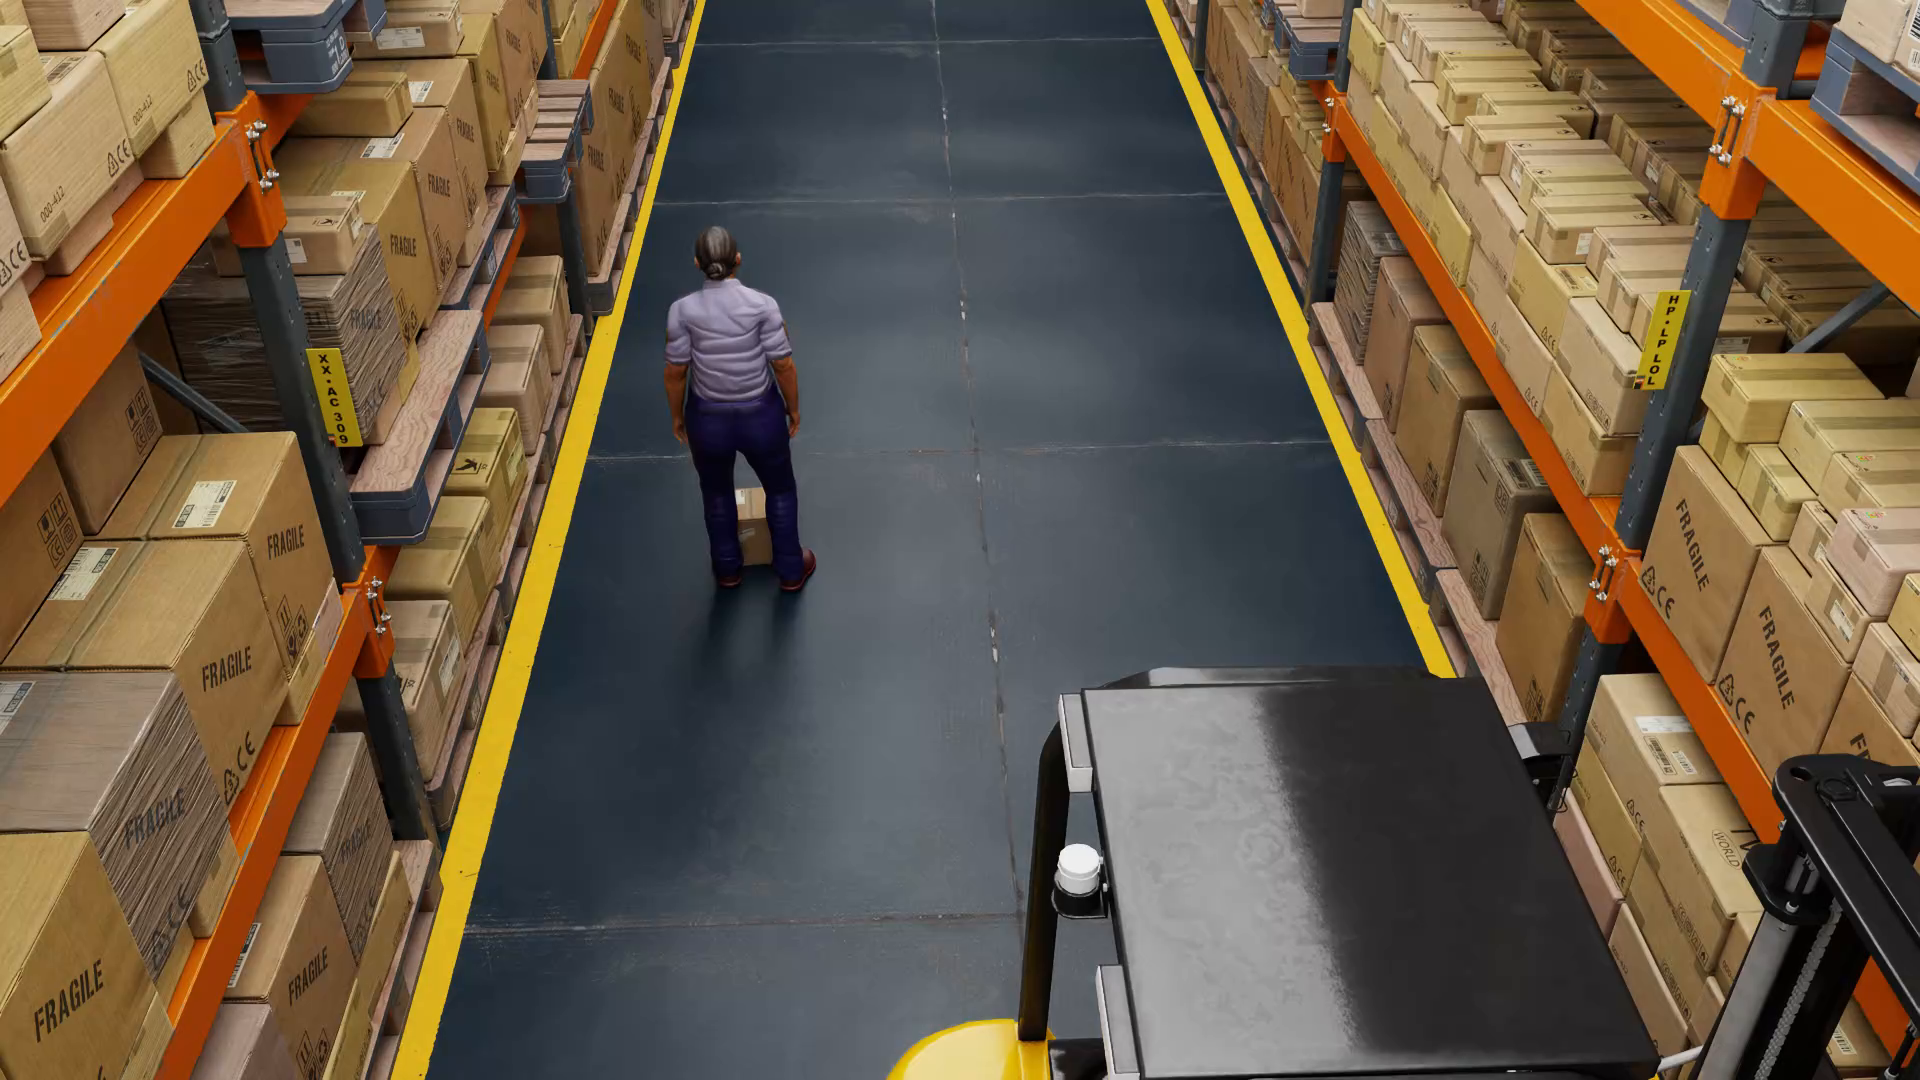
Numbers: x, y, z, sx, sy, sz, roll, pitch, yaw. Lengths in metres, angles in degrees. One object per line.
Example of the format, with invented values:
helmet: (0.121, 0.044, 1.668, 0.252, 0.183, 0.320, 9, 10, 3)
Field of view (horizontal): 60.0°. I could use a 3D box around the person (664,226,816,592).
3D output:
person: (-0.914, -0.509, 6.867, 0.556, 1.652, 0.416, -3, 36, -4)
